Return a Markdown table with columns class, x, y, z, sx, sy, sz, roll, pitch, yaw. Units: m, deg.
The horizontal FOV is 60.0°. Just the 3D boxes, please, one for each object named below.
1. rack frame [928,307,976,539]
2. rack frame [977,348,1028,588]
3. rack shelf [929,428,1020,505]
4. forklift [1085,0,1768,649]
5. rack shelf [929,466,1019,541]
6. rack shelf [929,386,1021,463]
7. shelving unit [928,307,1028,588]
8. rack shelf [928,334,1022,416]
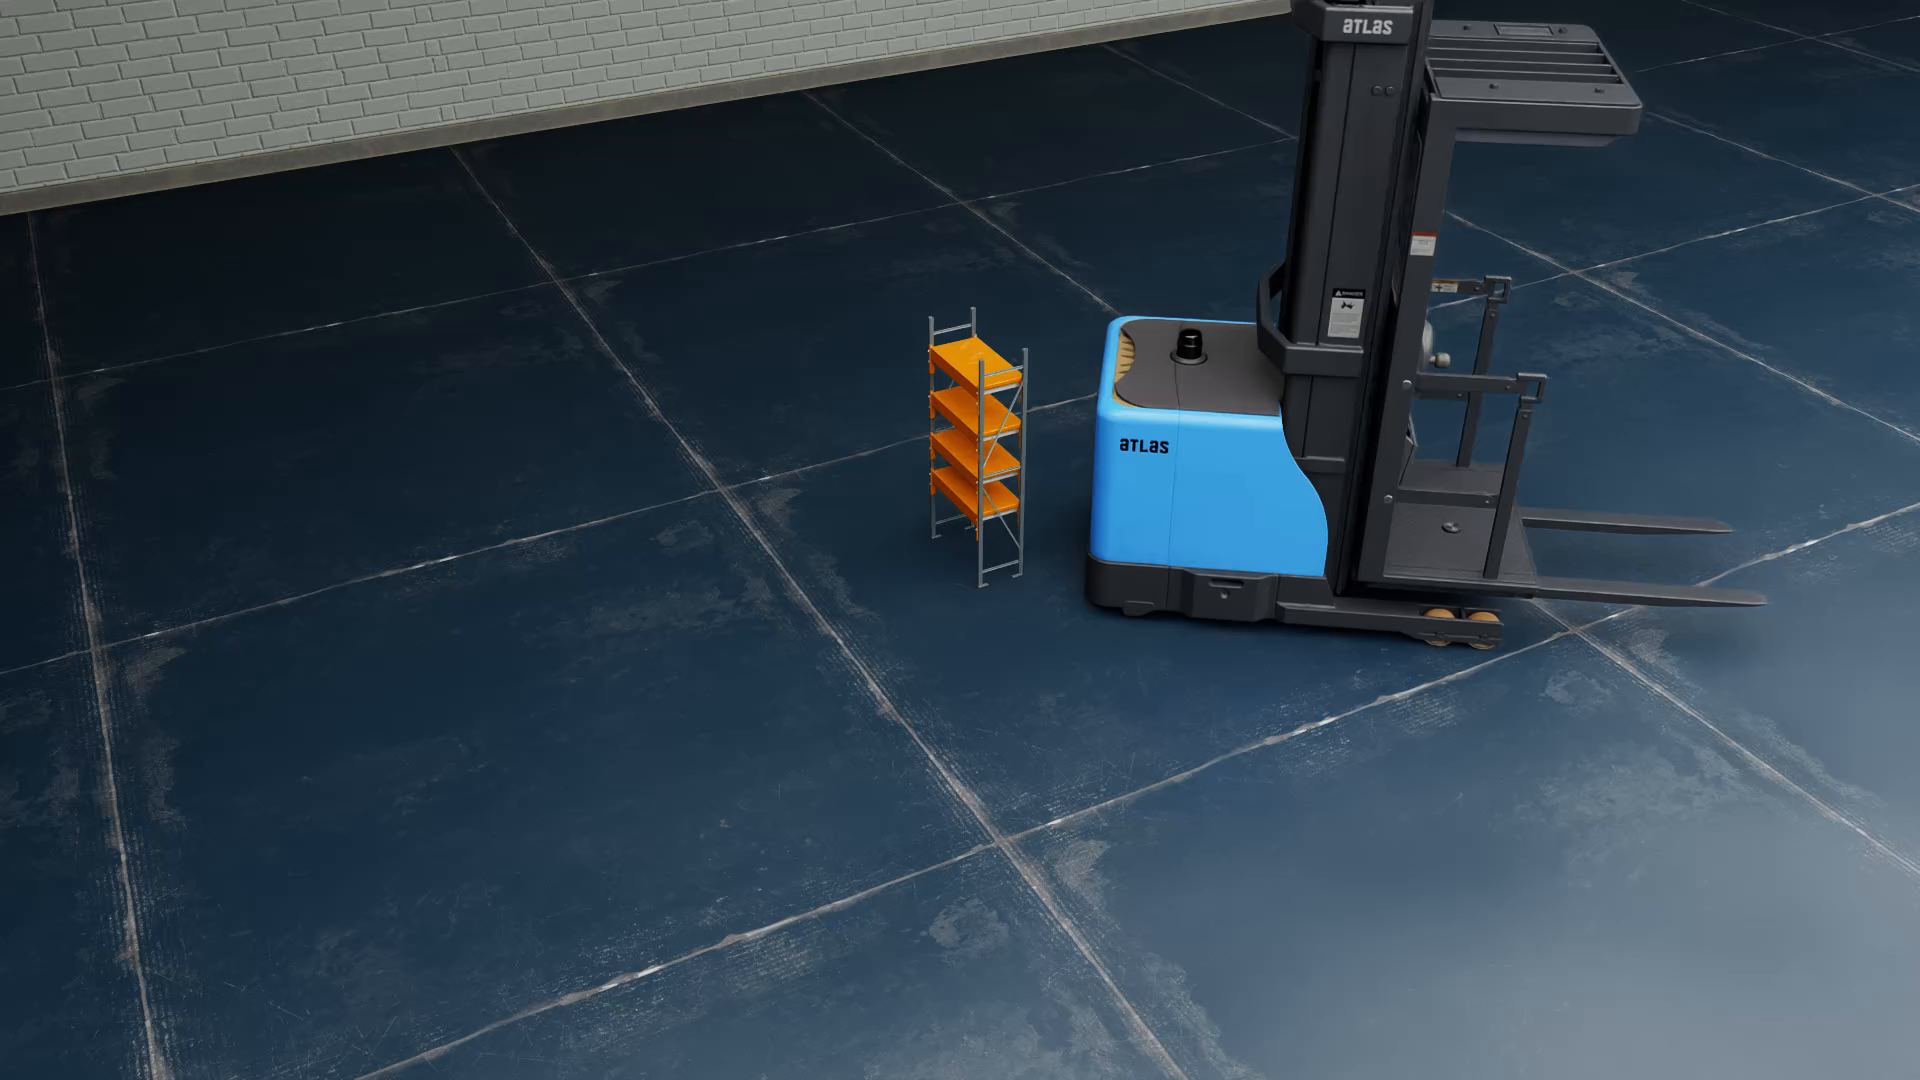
| class | x | y | z | sx | sy | sz | roll | pitch | yaw |
| --- | --- | --- | --- | --- | --- | --- | --- | --- | --- |
| rack frame | -0.037 | -0.543 | 7.985 | 0.240 | 1.200 | 0.015 | -16 | 36 | -23 |
| rack frame | 0.191 | -0.310 | 7.621 | 0.240 | 1.200 | 0.015 | -16 | 36 | -23 |
| rack shelf | 0.077 | -0.370 | 7.839 | 0.258 | 0.148 | 0.480 | -16 | 36 | -23 |
| forklift | 2.137 | -1.049 | 7.171 | 3.031 | 2.935 | 1.130 | 4 | 33 | 6 |
| rack shelf | 0.077 | -0.202 | 7.946 | 0.258 | 0.148 | 0.480 | -16 | 36 | -23 |
| rack shelf | 0.077 | -0.558 | 7.719 | 0.258 | 0.148 | 0.480 | -16 | 36 | -23 |
| shelving unit | 0.077 | -0.426 | 7.803 | 0.258 | 1.200 | 0.503 | -16 | 36 | -23 |
| rack shelf | 0.077 | -0.757 | 7.591 | 0.258 | 0.148 | 0.480 | -16 | 36 | -23 |
